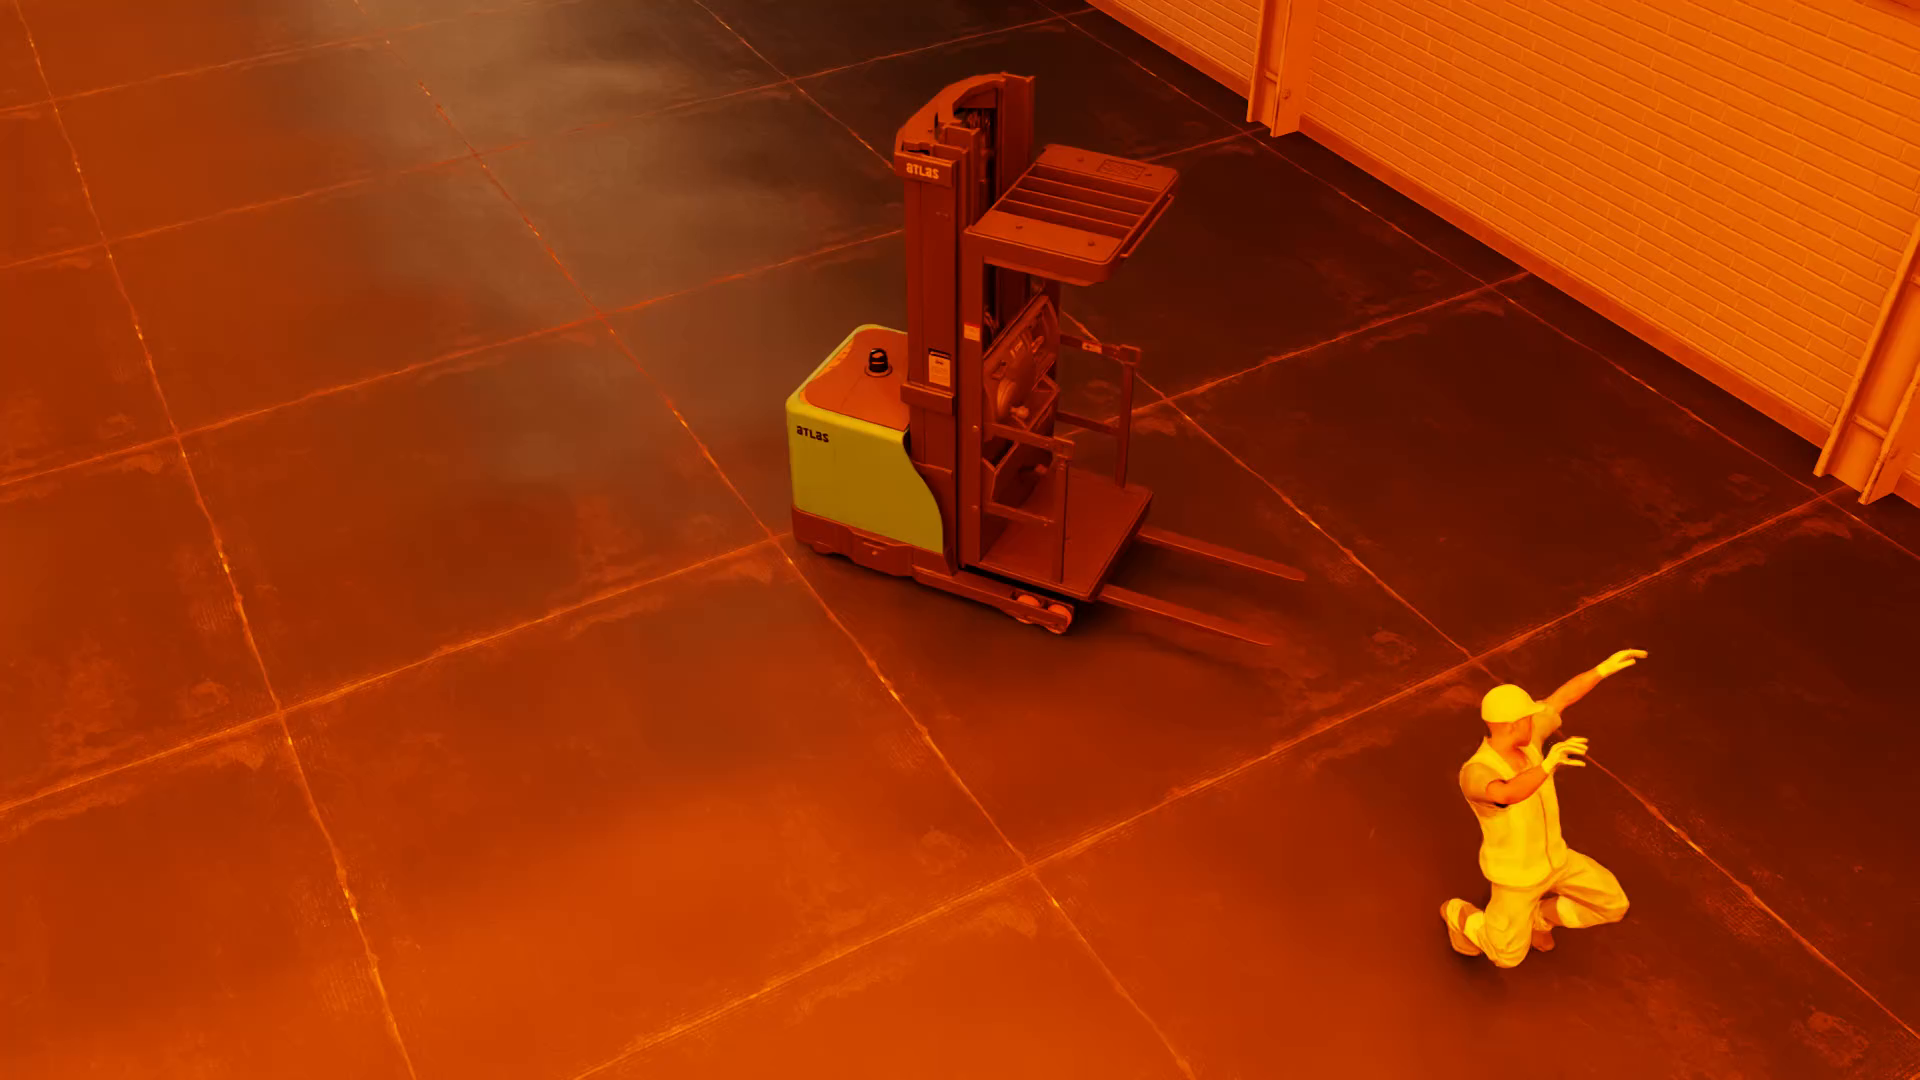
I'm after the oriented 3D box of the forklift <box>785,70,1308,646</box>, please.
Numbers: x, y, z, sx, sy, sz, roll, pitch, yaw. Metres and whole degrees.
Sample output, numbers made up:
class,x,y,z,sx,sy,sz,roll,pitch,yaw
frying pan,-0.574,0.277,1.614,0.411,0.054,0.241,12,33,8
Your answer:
class,x,y,z,sx,sy,sz,roll,pitch,yaw
forklift,0.527,-0.975,9.212,3.031,2.935,1.130,17,43,19

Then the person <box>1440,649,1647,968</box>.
class,x,y,z,sx,sy,sz,roll,pitch,yaw
person,2.691,1.262,7.515,1.087,1.683,0.822,-25,46,-27
